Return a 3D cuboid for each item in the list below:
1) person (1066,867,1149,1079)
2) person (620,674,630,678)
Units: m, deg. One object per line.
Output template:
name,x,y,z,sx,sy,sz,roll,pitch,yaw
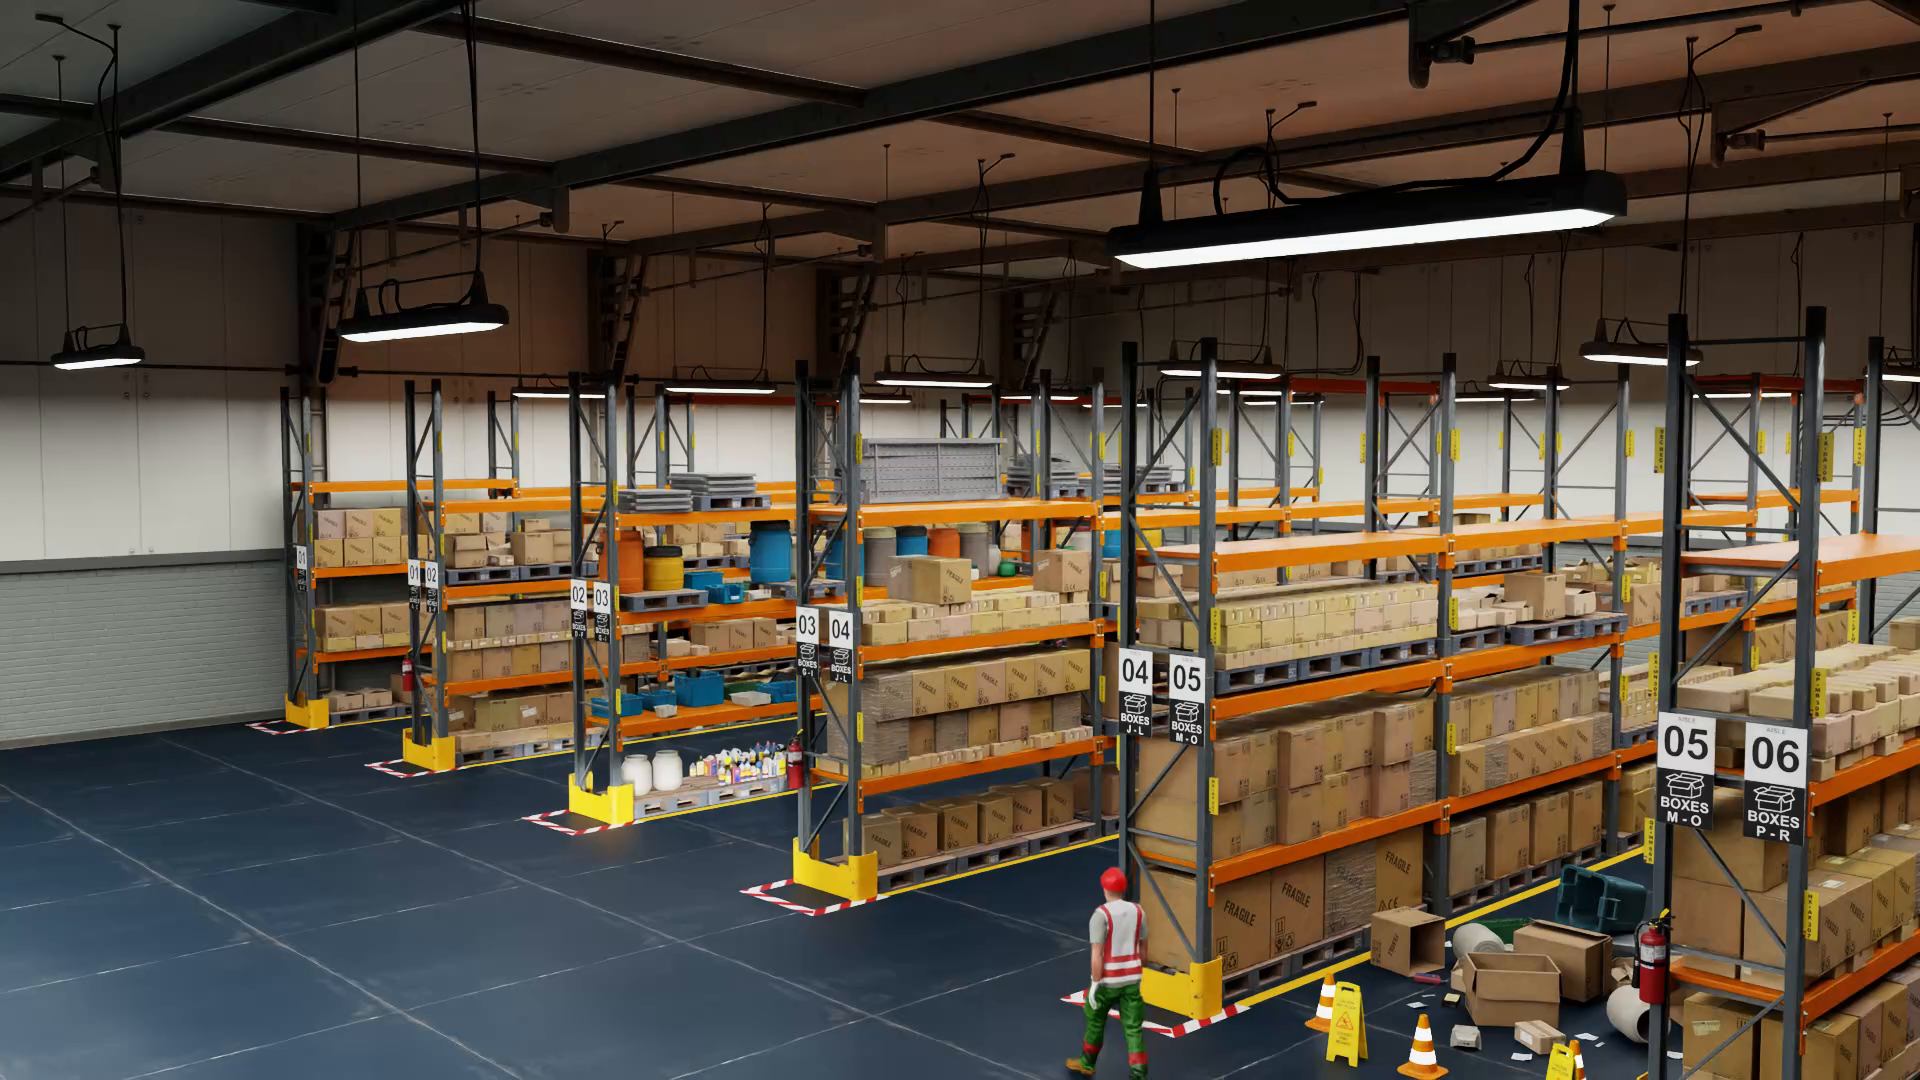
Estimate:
person,1.201,3.431,13.096,0.593,1.724,0.981,-1,4,-22
person,-6.209,2.376,30.544,0.471,1.661,0.505,-3,4,-34
